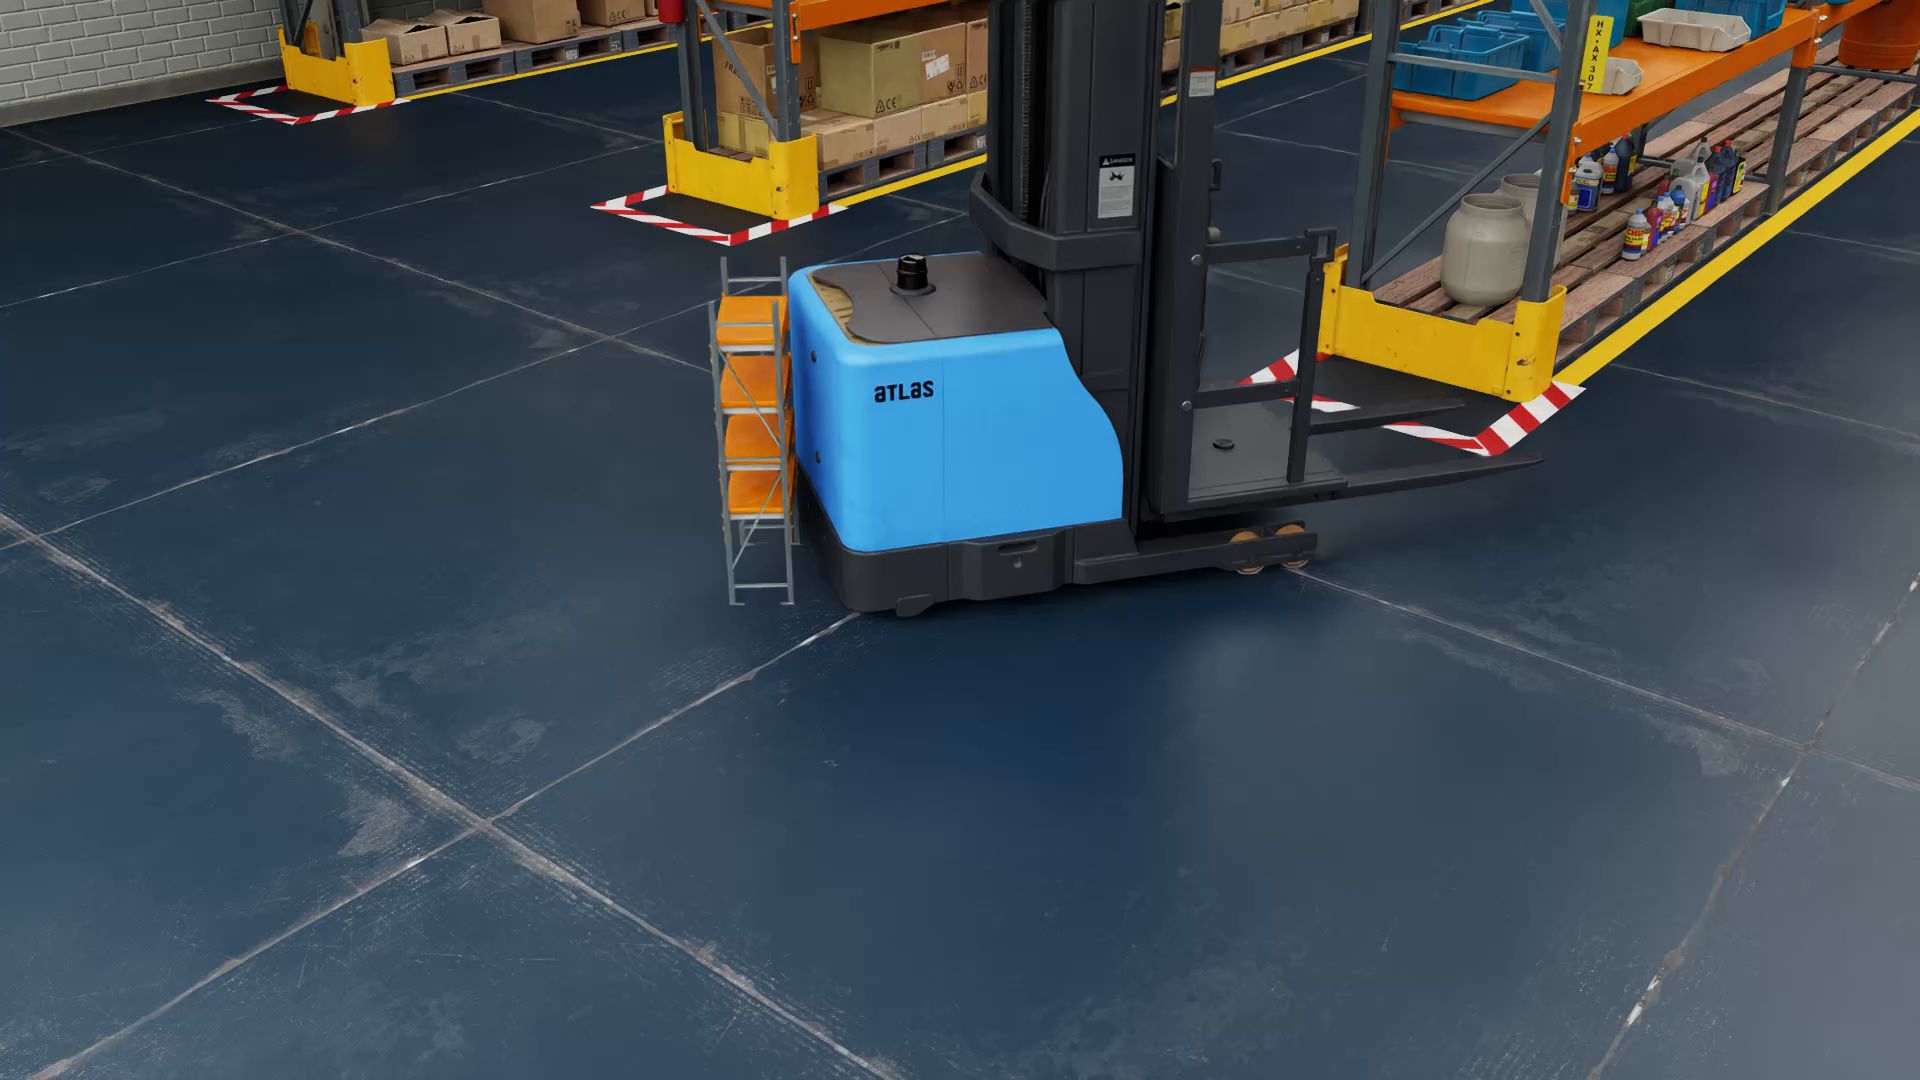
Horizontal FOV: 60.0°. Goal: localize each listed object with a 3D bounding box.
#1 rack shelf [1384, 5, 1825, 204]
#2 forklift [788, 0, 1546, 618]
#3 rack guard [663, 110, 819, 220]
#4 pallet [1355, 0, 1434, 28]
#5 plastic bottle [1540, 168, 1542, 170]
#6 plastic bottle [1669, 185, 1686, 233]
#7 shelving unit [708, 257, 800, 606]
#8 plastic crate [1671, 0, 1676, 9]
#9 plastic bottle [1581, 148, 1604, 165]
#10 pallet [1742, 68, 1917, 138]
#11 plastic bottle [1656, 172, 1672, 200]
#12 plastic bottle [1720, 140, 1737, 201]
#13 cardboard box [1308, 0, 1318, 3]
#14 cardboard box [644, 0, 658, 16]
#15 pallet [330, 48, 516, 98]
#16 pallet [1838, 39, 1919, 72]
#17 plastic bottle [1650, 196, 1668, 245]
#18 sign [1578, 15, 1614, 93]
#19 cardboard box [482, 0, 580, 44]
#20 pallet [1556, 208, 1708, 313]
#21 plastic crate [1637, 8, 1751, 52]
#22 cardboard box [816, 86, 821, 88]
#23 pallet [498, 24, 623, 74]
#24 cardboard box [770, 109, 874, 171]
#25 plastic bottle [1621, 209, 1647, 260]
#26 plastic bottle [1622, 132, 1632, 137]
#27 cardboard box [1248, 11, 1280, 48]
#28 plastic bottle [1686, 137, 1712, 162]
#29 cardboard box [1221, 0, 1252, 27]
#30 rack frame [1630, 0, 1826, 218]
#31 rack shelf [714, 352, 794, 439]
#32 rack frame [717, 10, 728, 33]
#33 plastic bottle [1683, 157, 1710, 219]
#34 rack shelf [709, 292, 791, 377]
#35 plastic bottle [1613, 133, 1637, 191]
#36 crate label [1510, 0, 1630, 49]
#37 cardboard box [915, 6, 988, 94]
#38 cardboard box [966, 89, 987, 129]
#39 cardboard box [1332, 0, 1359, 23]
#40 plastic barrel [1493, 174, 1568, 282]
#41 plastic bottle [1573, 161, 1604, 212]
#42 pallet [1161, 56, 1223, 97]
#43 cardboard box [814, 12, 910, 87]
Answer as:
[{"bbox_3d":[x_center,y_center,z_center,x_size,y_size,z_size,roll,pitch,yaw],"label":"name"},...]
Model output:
[{"bbox_3d":[3.647,-2.565,9.227,1.077,0.370,4.000,21,34,34],"label":"rack shelf"},{"bbox_3d":[0.895,-1.390,6.248,3.031,2.935,1.130,-8,28,-15],"label":"forklift"},{"bbox_3d":[-1.460,-2.506,11.049,1.175,0.500,0.348,21,34,34],"label":"rack guard"},{"bbox_3d":[4.148,-5.476,17.105,1.003,0.211,1.213,21,34,34],"label":"pallet"},{"bbox_3d":[3.577,-2.164,10.073,0.144,0.351,0.185,22,35,36],"label":"plastic bottle"},{"bbox_3d":[4.179,-1.940,9.725,0.097,0.271,0.097,0,27,0],"label":"plastic bottle"},{"bbox_3d":[-0.756,-0.401,6.218,0.258,1.200,0.503,-1,27,-2],"label":"shelving unit"},{"bbox_3d":[4.488,-3.418,10.159,0.767,0.338,0.504,21,34,34],"label":"plastic crate"},{"bbox_3d":[3.965,-2.381,10.491,0.144,0.351,0.185,19,33,32],"label":"plastic bottle"},{"bbox_3d":[6.941,-3.510,13.305,1.003,0.211,1.213,21,34,34],"label":"pallet"},{"bbox_3d":[4.215,-2.062,9.949,0.061,0.283,0.133,21,34,34],"label":"plastic bottle"},{"bbox_3d":[4.732,-2.300,10.335,0.144,0.351,0.185,20,33,33],"label":"plastic bottle"},{"bbox_3d":[3.175,-5.231,15.523,0.500,0.311,0.500,20,34,34],"label":"cardboard box"},{"bbox_3d":[-3.043,-5.228,16.195,0.380,0.166,0.250,16,31,28],"label":"cardboard box"},{"bbox_3d":[-4.677,-4.137,14.517,1.003,0.211,1.213,21,34,34],"label":"pallet"},{"bbox_3d":[8.709,-4.496,15.210,1.003,0.211,1.213,21,34,34],"label":"pallet"},{"bbox_3d":[3.986,-1.832,9.518,0.097,0.271,0.097,0,27,0],"label":"plastic bottle"},{"bbox_3d":[2.796,-2.136,7.313,0.100,0.325,0.005,21,34,34],"label":"sign"},{"bbox_3d":[-3.892,-4.823,15.049,0.700,0.500,0.500,18,33,31],"label":"cardboard box"},{"bbox_3d":[3.684,-1.695,9.796,1.003,0.211,1.213,21,34,34],"label":"pallet"},{"bbox_3d":[4.082,-2.827,9.237,0.530,0.136,0.437,21,34,34],"label":"plastic crate"},{"bbox_3d":[-0.706,-3.225,12.254,0.500,0.250,0.500,21,34,34],"label":"cardboard box"},{"bbox_3d":[-3.901,-4.568,15.350,1.003,0.211,1.213,21,34,34],"label":"pallet"},{"bbox_3d":[-0.932,-2.715,11.269,0.500,0.250,0.500,21,34,34],"label":"cardboard box"},{"bbox_3d":[3.768,-1.711,9.283,0.097,0.271,0.097,0,27,0],"label":"plastic bottle"},{"bbox_3d":[4.378,-2.592,10.987,0.097,0.271,0.097,0,27,0],"label":"plastic bottle"},{"bbox_3d":[2.525,-4.624,14.959,0.500,0.250,0.500,22,34,35],"label":"cardboard box"},{"bbox_3d":[4.621,-2.342,10.417,0.144,0.351,0.185,21,34,34],"label":"plastic bottle"},{"bbox_3d":[2.205,-4.690,14.477,0.500,0.311,0.500,19,33,33],"label":"cardboard box"},{"bbox_3d":[4.919,-3.594,10.432,1.000,3.000,0.127,21,34,34],"label":"rack frame"},{"bbox_3d":[-0.756,-0.539,6.147,0.258,0.148,0.480,-1,27,-2],"label":"rack shelf"},{"bbox_3d":[-2.726,-6.489,16.029,1.000,3.000,0.127,21,34,34],"label":"rack frame"},{"bbox_3d":[4.404,-2.117,9.982,0.144,0.351,0.185,21,34,34],"label":"plastic bottle"},{"bbox_3d":[-0.756,-0.750,6.038,0.258,0.148,0.480,-1,27,-2],"label":"rack shelf"},{"bbox_3d":[4.197,-2.405,10.539,0.144,0.351,0.185,21,34,34],"label":"plastic bottle"},{"bbox_3d":[3.337,-2.923,9.097,0.502,0.435,0.616,21,34,34],"label":"crate label"},{"bbox_3d":[0.024,-3.579,12.123,0.500,0.500,0.500,21,34,34],"label":"cardboard box"},{"bbox_3d":[0.023,-3.246,12.296,0.500,0.250,0.500,21,34,34],"label":"cardboard box"},{"bbox_3d":[3.497,-5.168,16.011,0.500,0.250,0.500,22,34,36],"label":"cardboard box"},{"bbox_3d":[3.053,-1.690,9.003,0.421,0.512,0.421,0,27,0],"label":"plastic barrel"},{"bbox_3d":[3.825,-2.162,10.151,0.152,0.276,0.135,21,34,34],"label":"plastic bottle"},{"bbox_3d":[1.538,-4.077,14.401,1.003,0.211,1.213,21,34,34],"label":"pallet"},{"bbox_3d":[-0.709,-3.559,12.084,0.500,0.500,0.500,21,34,34],"label":"cardboard box"}]
